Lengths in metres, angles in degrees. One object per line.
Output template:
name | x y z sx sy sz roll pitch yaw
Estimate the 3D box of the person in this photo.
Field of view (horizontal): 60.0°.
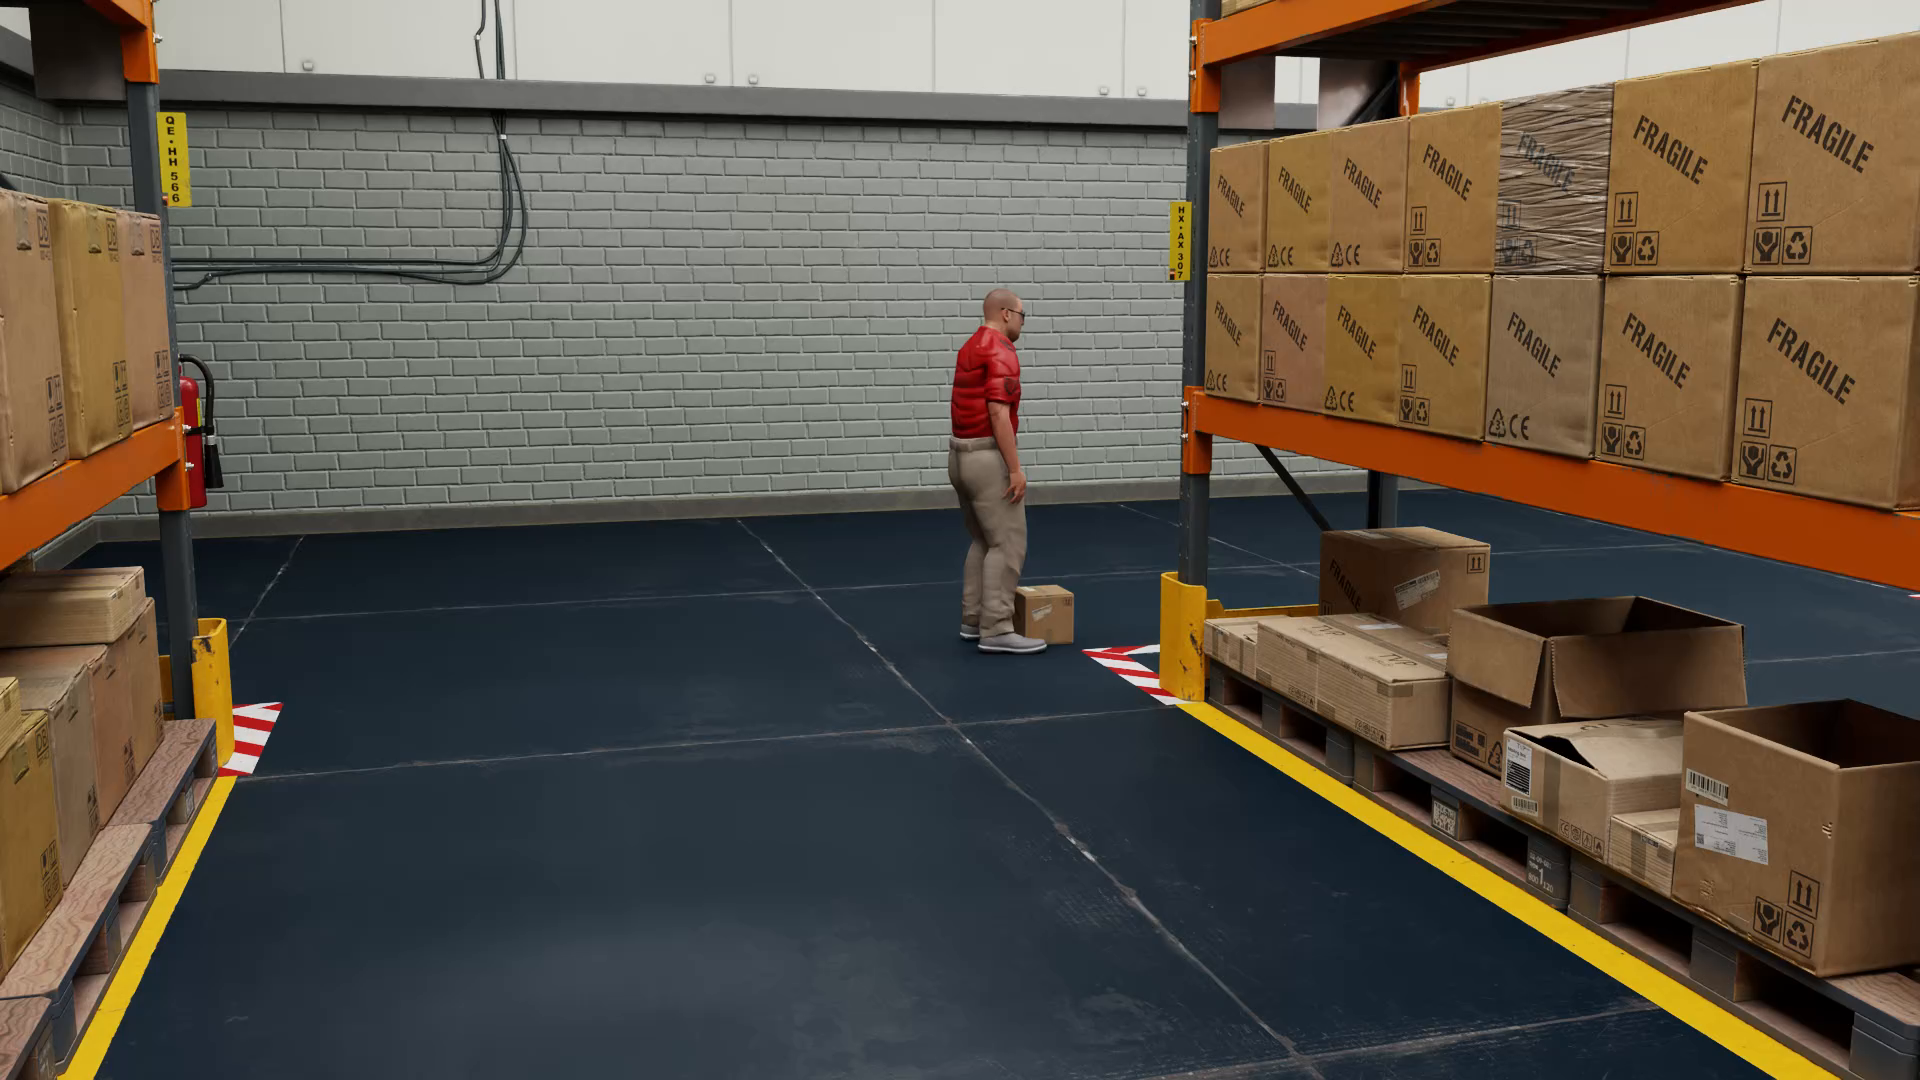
person | 0.161 -0.345 8.050 0.399 1.725 0.598 -3 10 -19
